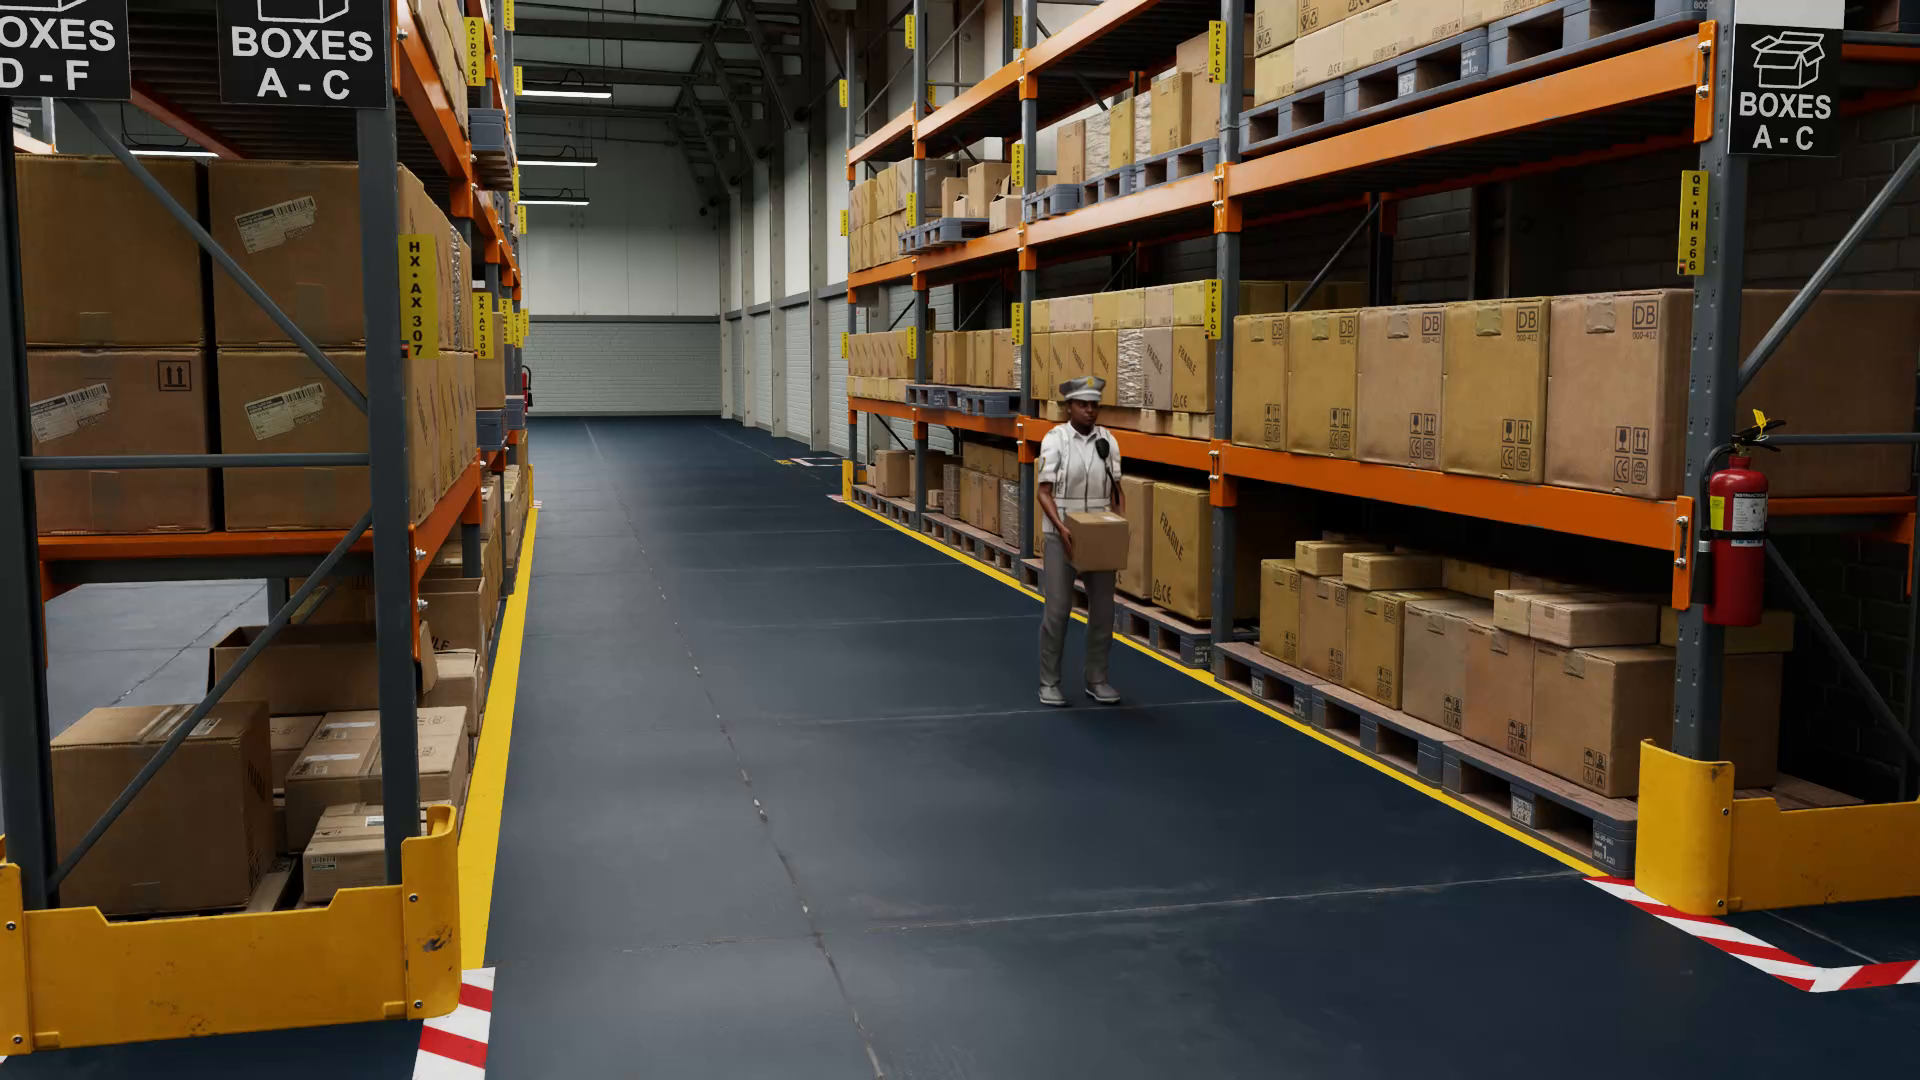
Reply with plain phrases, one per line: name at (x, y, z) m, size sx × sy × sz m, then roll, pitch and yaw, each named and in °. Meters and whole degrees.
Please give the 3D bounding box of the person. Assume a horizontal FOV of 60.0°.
person at (0.636, -0.001, 8.565) m, size 0.474 × 1.687 × 0.454 m, roll -2°, pitch 6°, yaw -14°
